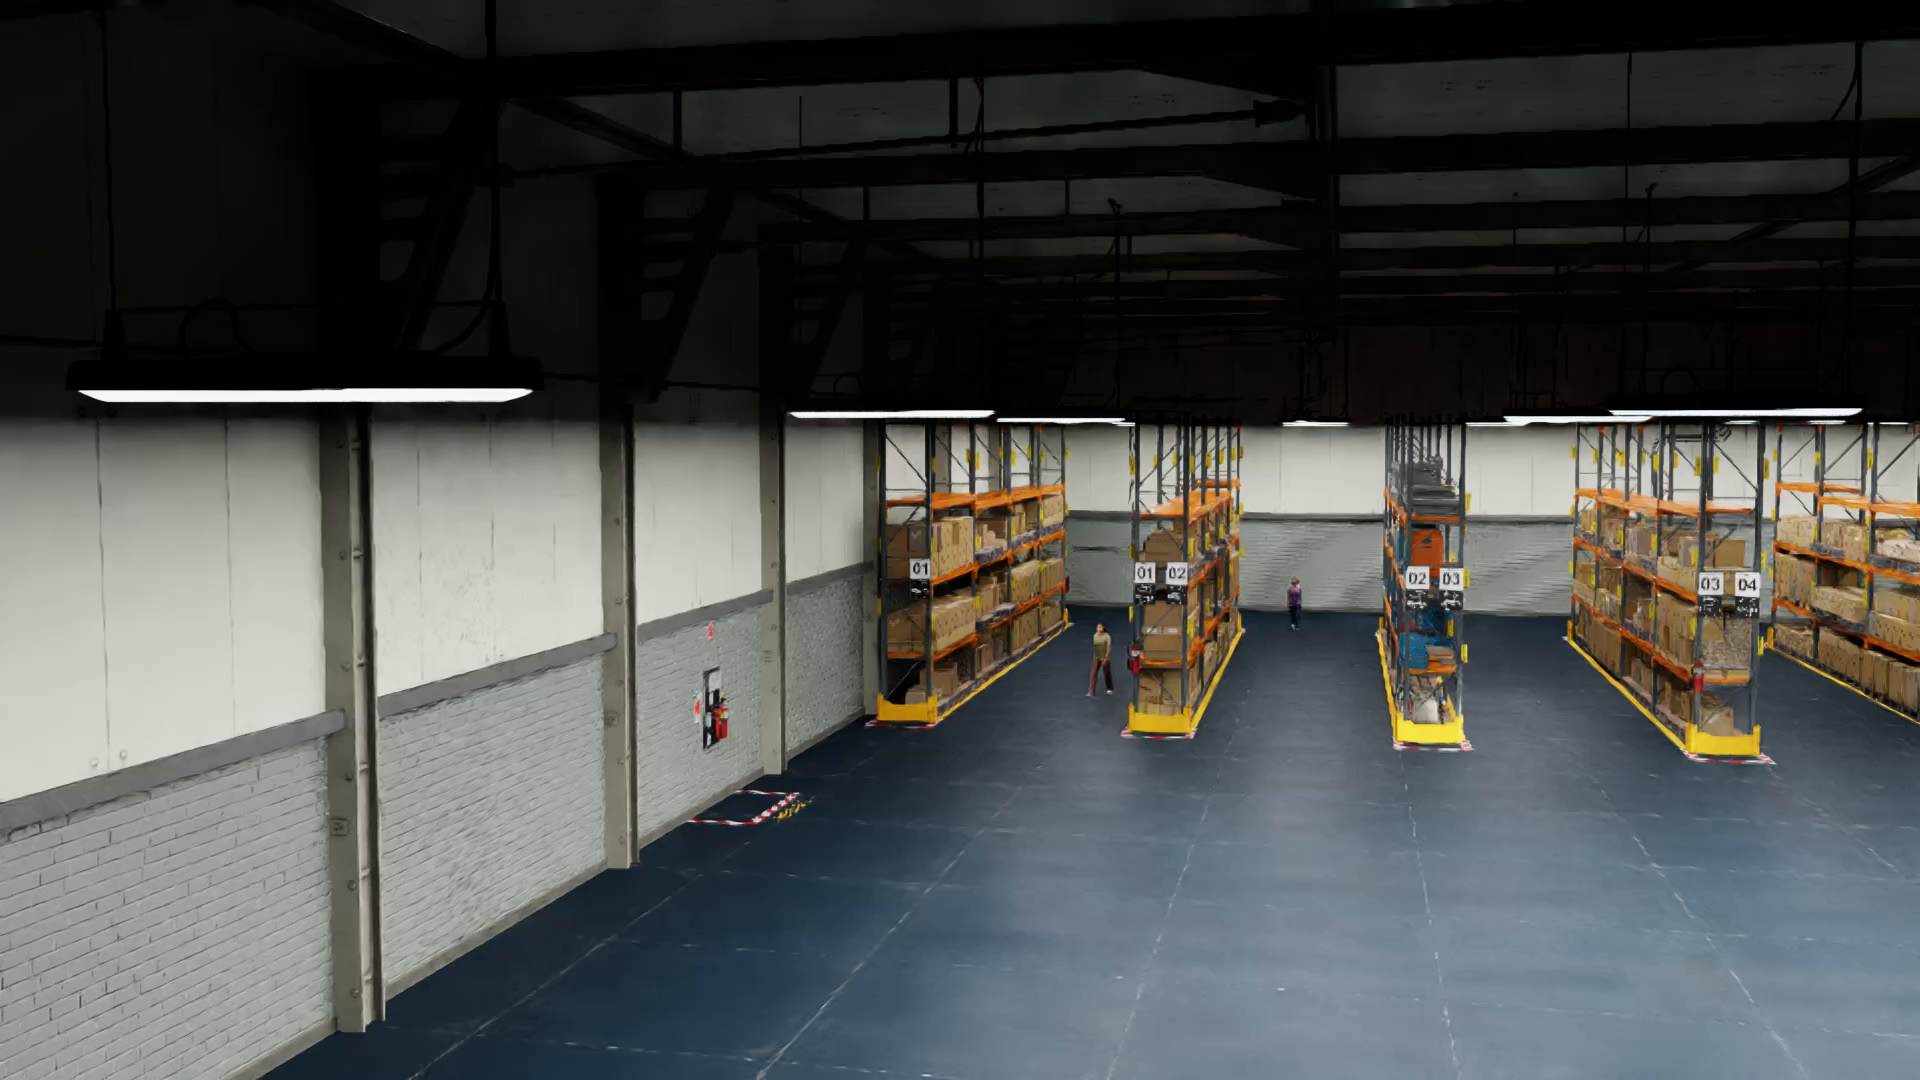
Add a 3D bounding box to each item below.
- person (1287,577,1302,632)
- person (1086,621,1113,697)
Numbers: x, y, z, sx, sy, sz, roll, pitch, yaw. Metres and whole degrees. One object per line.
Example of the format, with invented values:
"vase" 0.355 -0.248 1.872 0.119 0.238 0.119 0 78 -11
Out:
"person" 9.402 1.808 46.743 0.417 1.480 1.037 1 4 16
"person" 3.008 2.517 35.320 0.443 1.605 1.017 2 4 23
